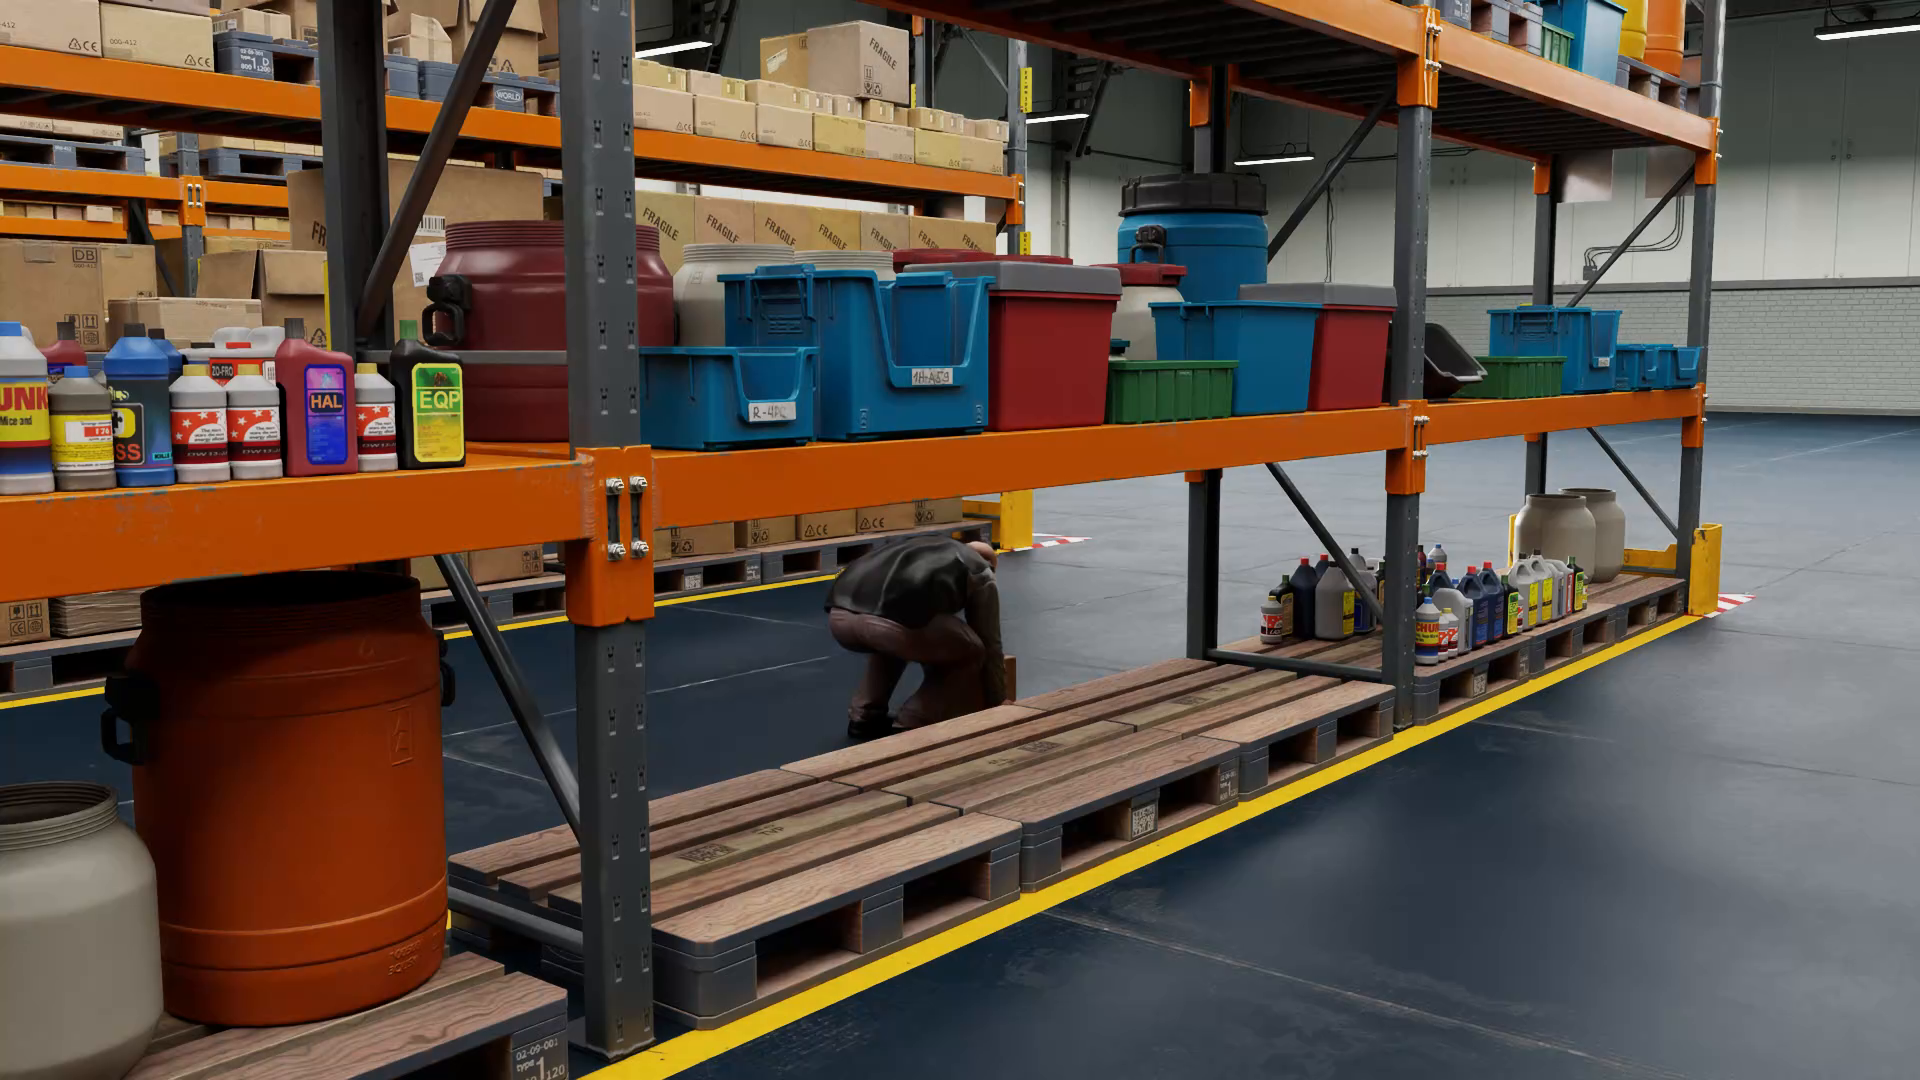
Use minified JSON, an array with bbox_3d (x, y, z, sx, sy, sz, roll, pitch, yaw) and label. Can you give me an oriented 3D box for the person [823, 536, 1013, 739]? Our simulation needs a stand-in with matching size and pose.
[{"bbox_3d":[-0.140,0.387,6.675,0.506,0.796,0.943,5,8,37],"label":"person"}]
